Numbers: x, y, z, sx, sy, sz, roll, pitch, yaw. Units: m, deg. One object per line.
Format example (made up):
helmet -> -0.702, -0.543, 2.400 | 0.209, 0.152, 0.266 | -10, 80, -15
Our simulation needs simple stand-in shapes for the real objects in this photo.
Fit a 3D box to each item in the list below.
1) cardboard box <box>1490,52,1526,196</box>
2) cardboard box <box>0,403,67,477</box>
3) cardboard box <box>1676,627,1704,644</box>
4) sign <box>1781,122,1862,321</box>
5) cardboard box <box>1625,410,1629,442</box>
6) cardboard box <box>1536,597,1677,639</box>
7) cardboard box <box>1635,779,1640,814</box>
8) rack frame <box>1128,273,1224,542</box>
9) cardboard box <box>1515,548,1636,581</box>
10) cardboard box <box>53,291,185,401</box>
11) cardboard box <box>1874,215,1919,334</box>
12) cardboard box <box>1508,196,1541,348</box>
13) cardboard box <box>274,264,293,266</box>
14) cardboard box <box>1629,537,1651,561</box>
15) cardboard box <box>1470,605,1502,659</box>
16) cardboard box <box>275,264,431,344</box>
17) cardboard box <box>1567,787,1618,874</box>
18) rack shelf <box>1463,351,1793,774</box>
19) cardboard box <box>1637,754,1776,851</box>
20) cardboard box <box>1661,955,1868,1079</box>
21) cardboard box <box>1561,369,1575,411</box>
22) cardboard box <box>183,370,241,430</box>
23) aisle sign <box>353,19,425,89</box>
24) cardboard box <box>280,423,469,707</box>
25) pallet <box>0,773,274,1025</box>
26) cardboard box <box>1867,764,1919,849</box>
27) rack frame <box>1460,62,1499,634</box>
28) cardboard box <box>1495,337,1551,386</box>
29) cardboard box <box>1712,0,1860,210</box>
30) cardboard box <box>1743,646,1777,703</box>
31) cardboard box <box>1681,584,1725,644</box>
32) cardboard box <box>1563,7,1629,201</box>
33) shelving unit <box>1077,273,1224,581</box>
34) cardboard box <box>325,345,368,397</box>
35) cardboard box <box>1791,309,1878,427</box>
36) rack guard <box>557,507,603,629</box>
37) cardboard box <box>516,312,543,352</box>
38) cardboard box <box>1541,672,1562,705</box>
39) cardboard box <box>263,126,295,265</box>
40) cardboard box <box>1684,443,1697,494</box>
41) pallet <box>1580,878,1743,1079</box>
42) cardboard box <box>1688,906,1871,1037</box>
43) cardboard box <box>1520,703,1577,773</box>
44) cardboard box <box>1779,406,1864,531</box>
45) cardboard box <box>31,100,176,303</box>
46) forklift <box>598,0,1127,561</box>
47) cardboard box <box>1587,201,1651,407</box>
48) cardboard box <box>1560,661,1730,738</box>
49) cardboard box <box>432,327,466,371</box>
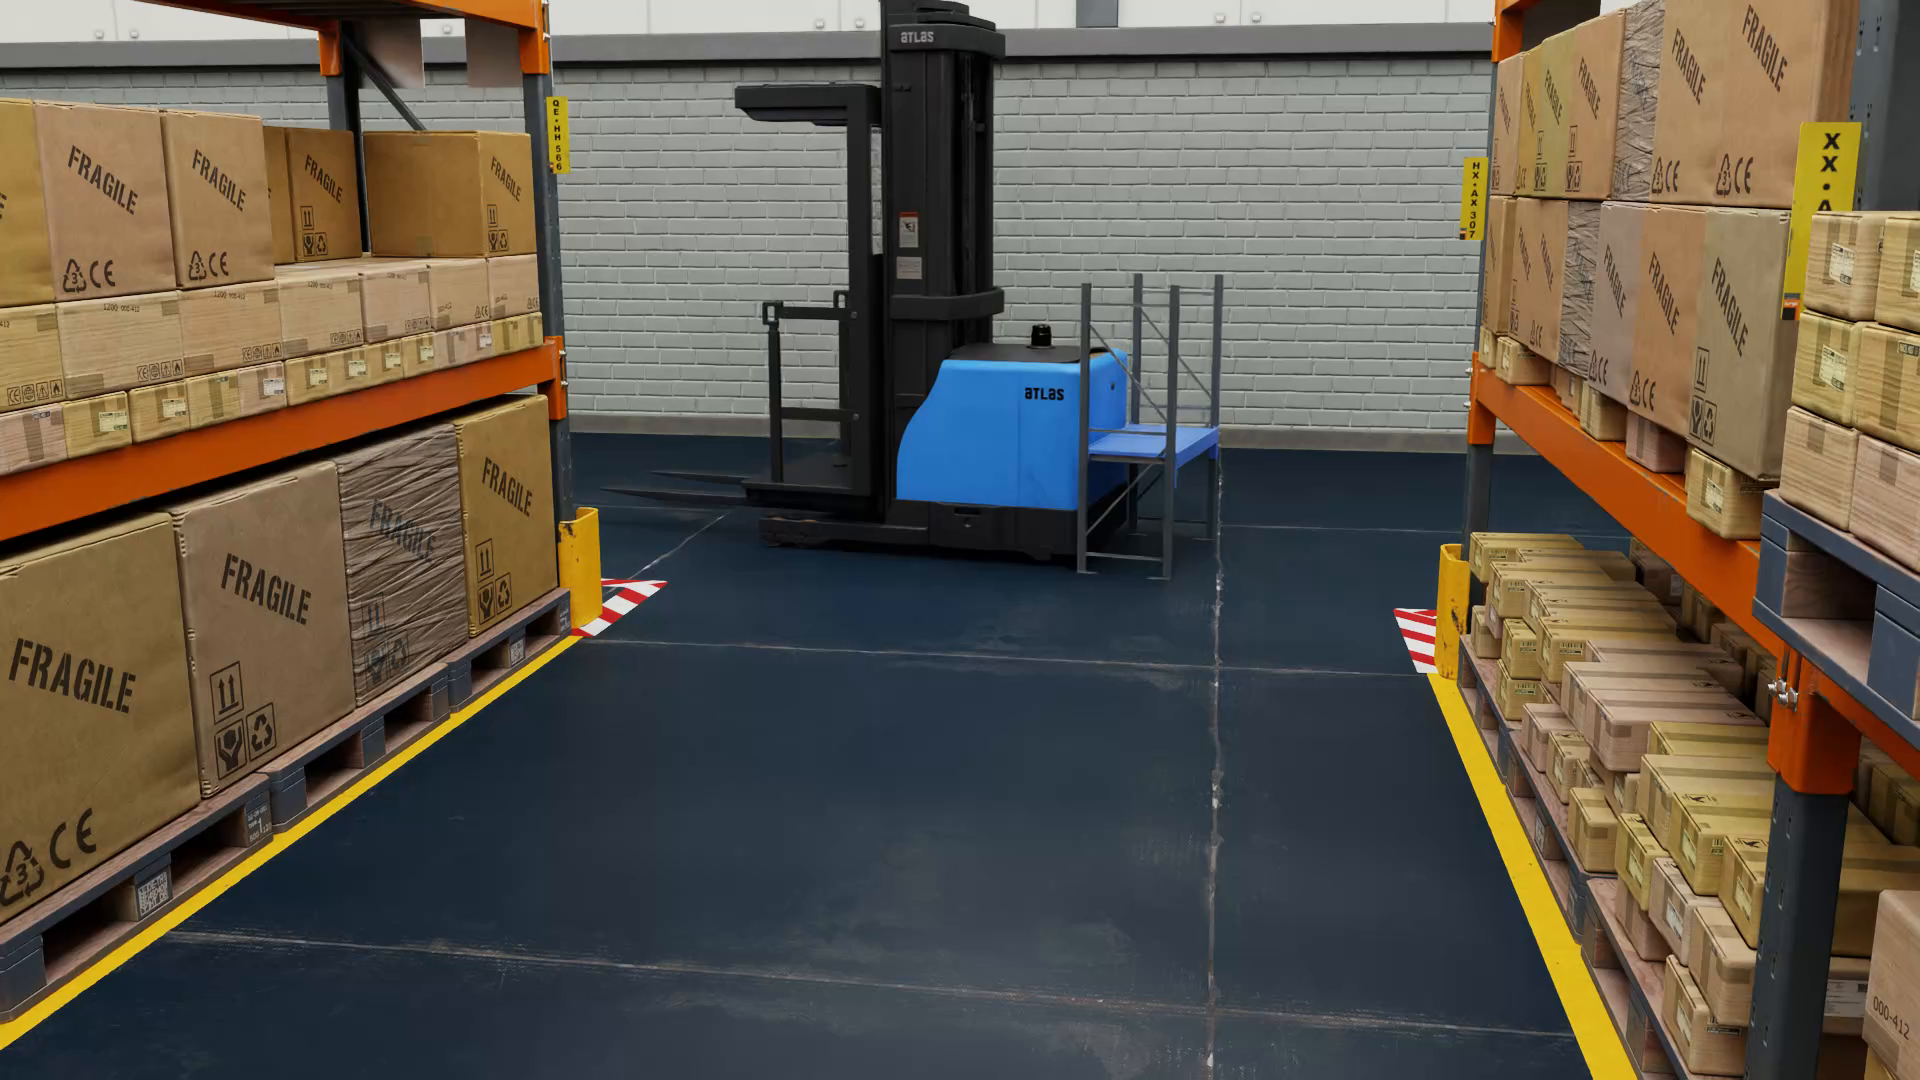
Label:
cardboard box -> 2.264, -1.522, 6.120 | 0.500, 0.500, 0.500 | 2, 12, 8
cardboard box -> -2.491, -0.256, 4.156 | 0.380, 0.149, 0.250 | 1, 12, 7
cardboard box -> 2.575, 0.399, 5.587 | 0.380, 0.149, 0.250 | 2, 12, 8
sign -> 1.442, -0.530, 2.780 | 0.100, 0.325, 0.005 | 2, 12, 9
cardboard box -> 1.993, -0.308, 4.399 | 0.380, 0.149, 0.250 | 2, 12, 8
cardboard box -> 2.081, 0.293, 5.372 | 0.380, 0.149, 0.250 | 2, 12, 11
cardboard box -> 1.903, 0.714, 4.126 | 0.380, 0.149, 0.250 | 2, 12, 9
rack frame -> 1.213, -0.744, 9.387 | 0.500, 1.500, 0.032 | 5, 13, 20
cardboard box -> 2.255, 0.133, 6.115 | 0.380, 0.149, 0.250 | 2, 12, 10
cardboard box -> -2.493, -0.538, 4.519 | 0.500, 0.250, 0.500 | 2, 12, 8
cardboard box -> 1.428, -0.339, 2.135 | 0.380, 0.149, 0.250 | 2, 12, 10
cardboard box -> 2.196, -0.922, 5.706 | 0.500, 0.500, 0.500 | 2, 12, 9
cardboard box -> -2.785, -0.874, 6.078 | 0.500, 0.250, 0.500 | 1, 12, 7
cardboard box -> 2.764, 0.092, 6.305 | 0.380, 0.149, 0.250 | 2, 12, 9
cardboard box -> 2.198, 0.363, 6.459 | 0.380, 0.149, 0.250 | 2, 12, 10
cardboard box -> -2.259, -0.857, 5.999 | 0.500, 0.250, 0.500 | 1, 12, 7
cardboard box -> 1.863, 0.789, 4.483 | 0.380, 0.149, 0.250 | 2, 12, 9
rack shelf -> 2.287, -0.156, 4.805 | 1.077, 0.370, 4.000 | 2, 12, 9
cardboard box -> 1.809, 0.617, 3.868 | 0.380, 0.149, 0.250 | 2, 12, 8
cardboard box -> 1.703, 1.004, 3.483 | 0.380, 0.149, 0.250 | 2, 12, 9
cardboard box -> 2.092, -0.471, 5.156 | 0.380, 0.149, 0.250 | 2, 12, 8
cardboard box -> -2.373, -0.419, 4.912 | 0.380, 0.149, 0.250 | 2, 12, 8
aisle sign -> -2.576, -2.401, 7.345 | 0.394, 0.787, 0.004 | 2, 12, 9
cardboard box -> -2.450, 0.053, 6.175 | 0.875, 0.875, 0.875 | 2, 12, 9
pallet -> -2.711, 0.934, 4.657 | 1.003, 0.211, 1.213 | 2, 12, 9
cardboard box -> 2.329, 0.632, 3.801 | 0.380, 0.149, 0.250 | 2, 12, 8
rack frame -> 2.595, -0.924, 6.661 | 1.000, 3.000, 0.127 | 2, 12, 9
cardboard box -> 2.129, -0.636, 5.920 | 0.380, 0.149, 0.250 | 2, 12, 7
cardboard box -> 1.785, -0.881, 3.145 | 0.500, 0.500, 0.500 | 1, 12, 7
cardboard box -> 2.503, 0.417, 4.798 | 0.380, 0.149, 0.250 | 2, 12, 9
cardboard box -> 2.652, 0.252, 5.561 | 0.380, 0.149, 0.250 | 1, 12, 6
cardboard box -> 2.015, -1.203, 4.640 | 0.500, 0.500, 0.500 | 1, 12, 7
shelving unit -> 1.031, -0.644, 8.922 | 0.538, 1.500, 1.048 | 5, 13, 20
cardboard box -> -2.255, -0.580, 5.661 | 0.380, 0.149, 0.250 | 2, 12, 10
cardboard box -> 1.465, -0.252, 2.437 | 0.380, 0.149, 0.250 | 2, 12, 10
rack guard -> -2.287, 0.111, 7.791 | 1.175, 0.500, 0.348 | 2, 12, 9
cardboard box -> -2.020, -0.898, 7.137 | 0.380, 0.149, 0.250 | 2, 12, 10
cardboard box -> 2.119, 0.437, 5.410 | 0.380, 0.149, 0.250 | 1, 12, 6
cardboard box -> -2.782, -1.241, 6.002 | 0.500, 0.500, 0.500 | 2, 12, 7
cardboard box -> 1.825, -0.146, 3.649 | 0.380, 0.149, 0.250 | 2, 12, 11
pallet -> 2.048, 1.131, 3.745 | 1.003, 0.211, 1.213 | 2, 12, 9
cardboard box -> 1.714, 0.876, 3.374 | 0.380, 0.149, 0.250 | 2, 12, 10
cardboard box -> 1.990, 0.627, 5.234 | 0.380, 0.149, 0.250 | 1, 12, 6
cardboard box -> 1.465, -0.107, 2.468 | 0.380, 0.149, 0.250 | 1, 12, 6
cardboard box -> -2.496, -0.905, 4.445 | 0.500, 0.500, 0.500 | 2, 12, 9
forklift -> -0.609, -1.484, 9.424 | 3.031, 2.935, 1.130 | 4, 13, 18
cardboard box -> 1.934, -0.607, 4.247 | 0.500, 0.500, 0.500 | 2, 12, 8
cardboard box -> 1.905, 0.450, 4.644 | 0.380, 0.149, 0.250 | 1, 12, 7
cardboard box -> -2.137, -0.740, 6.401 | 0.380, 0.149, 0.250 | 2, 12, 10
